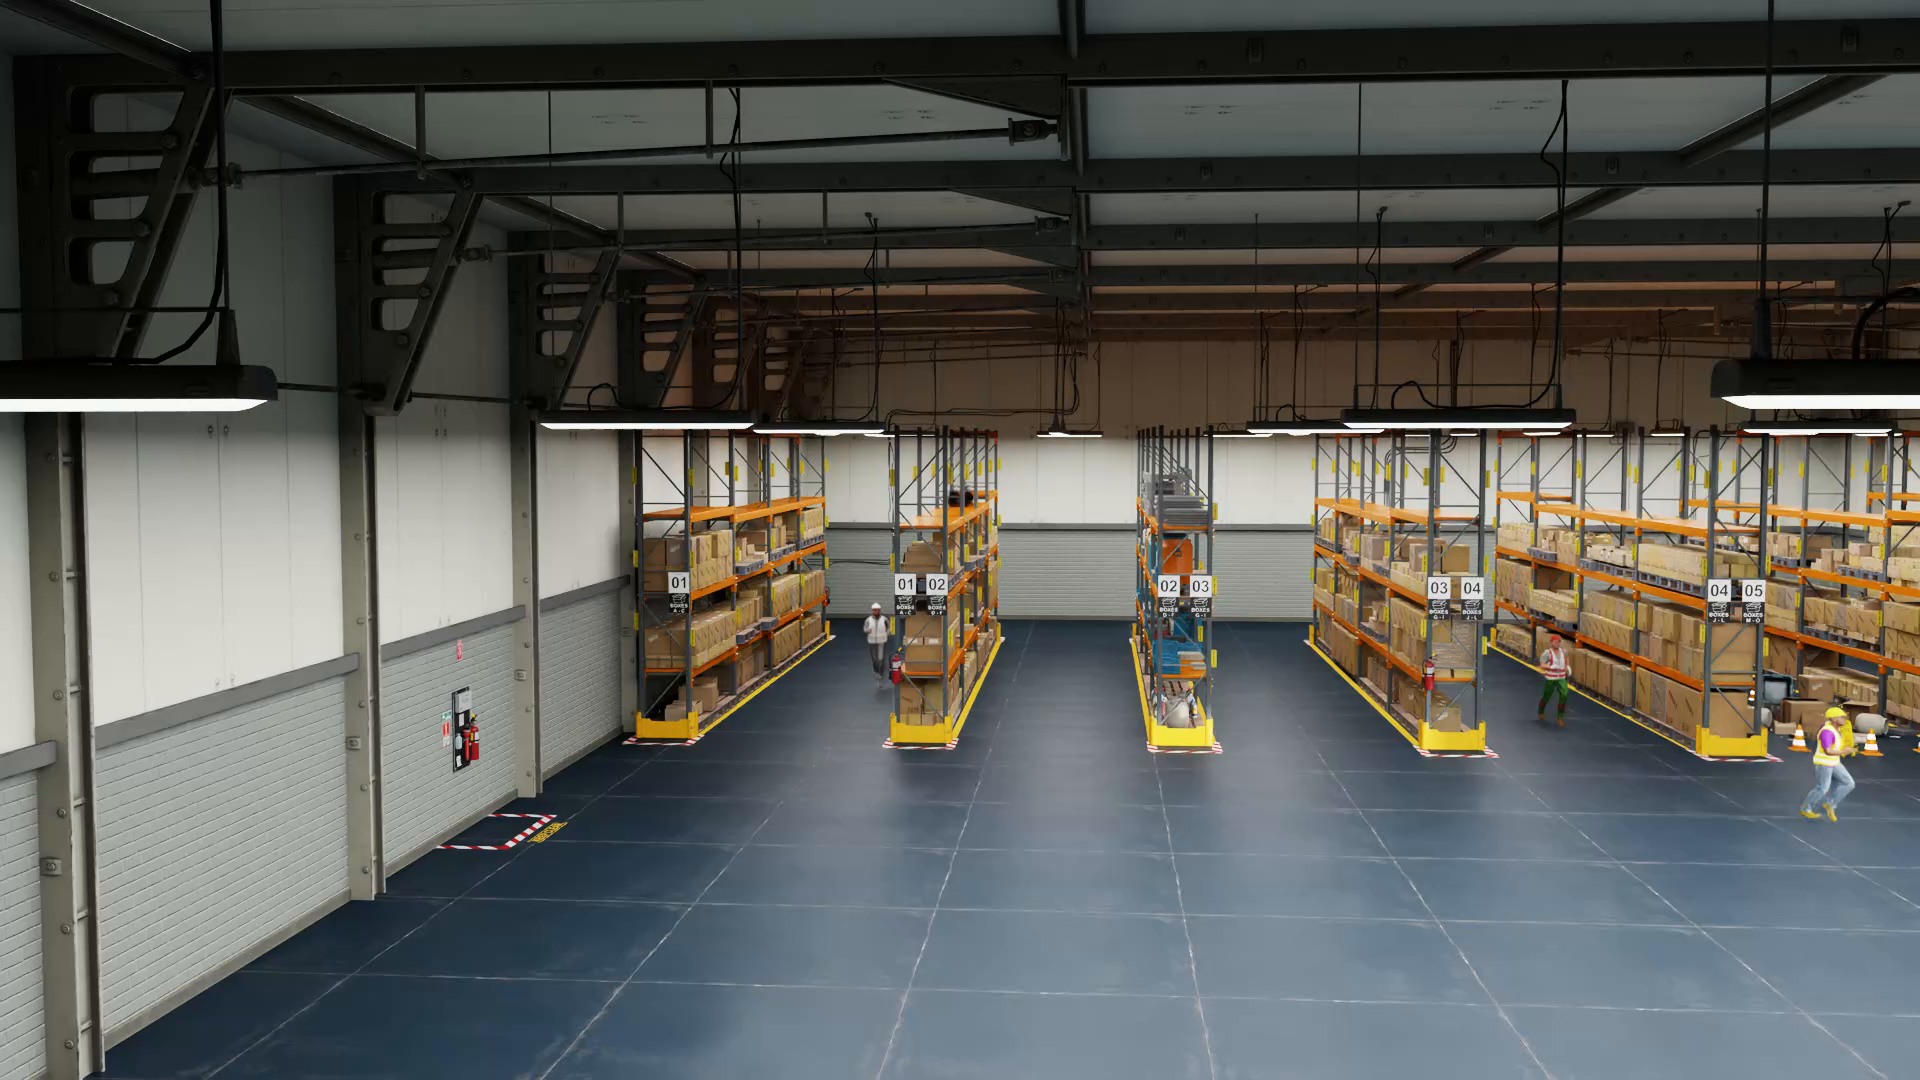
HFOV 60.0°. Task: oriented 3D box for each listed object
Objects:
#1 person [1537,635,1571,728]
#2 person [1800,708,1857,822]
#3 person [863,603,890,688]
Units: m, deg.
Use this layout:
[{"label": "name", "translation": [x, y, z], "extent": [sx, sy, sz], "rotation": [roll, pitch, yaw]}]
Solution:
[{"label": "person", "translation": [11.965, 2.822, 33.444], "extent": [0.676, 1.837, 0.906], "rotation": [0, 3, 0]}, {"label": "person", "translation": [12.975, 3.346, 24.810], "extent": [0.793, 1.732, 0.735], "rotation": [3, 5, 44]}, {"label": "person", "translation": [-1.871, 2.362, 37.477], "extent": [0.638, 1.878, 0.769], "rotation": [0, 3, 6]}]
